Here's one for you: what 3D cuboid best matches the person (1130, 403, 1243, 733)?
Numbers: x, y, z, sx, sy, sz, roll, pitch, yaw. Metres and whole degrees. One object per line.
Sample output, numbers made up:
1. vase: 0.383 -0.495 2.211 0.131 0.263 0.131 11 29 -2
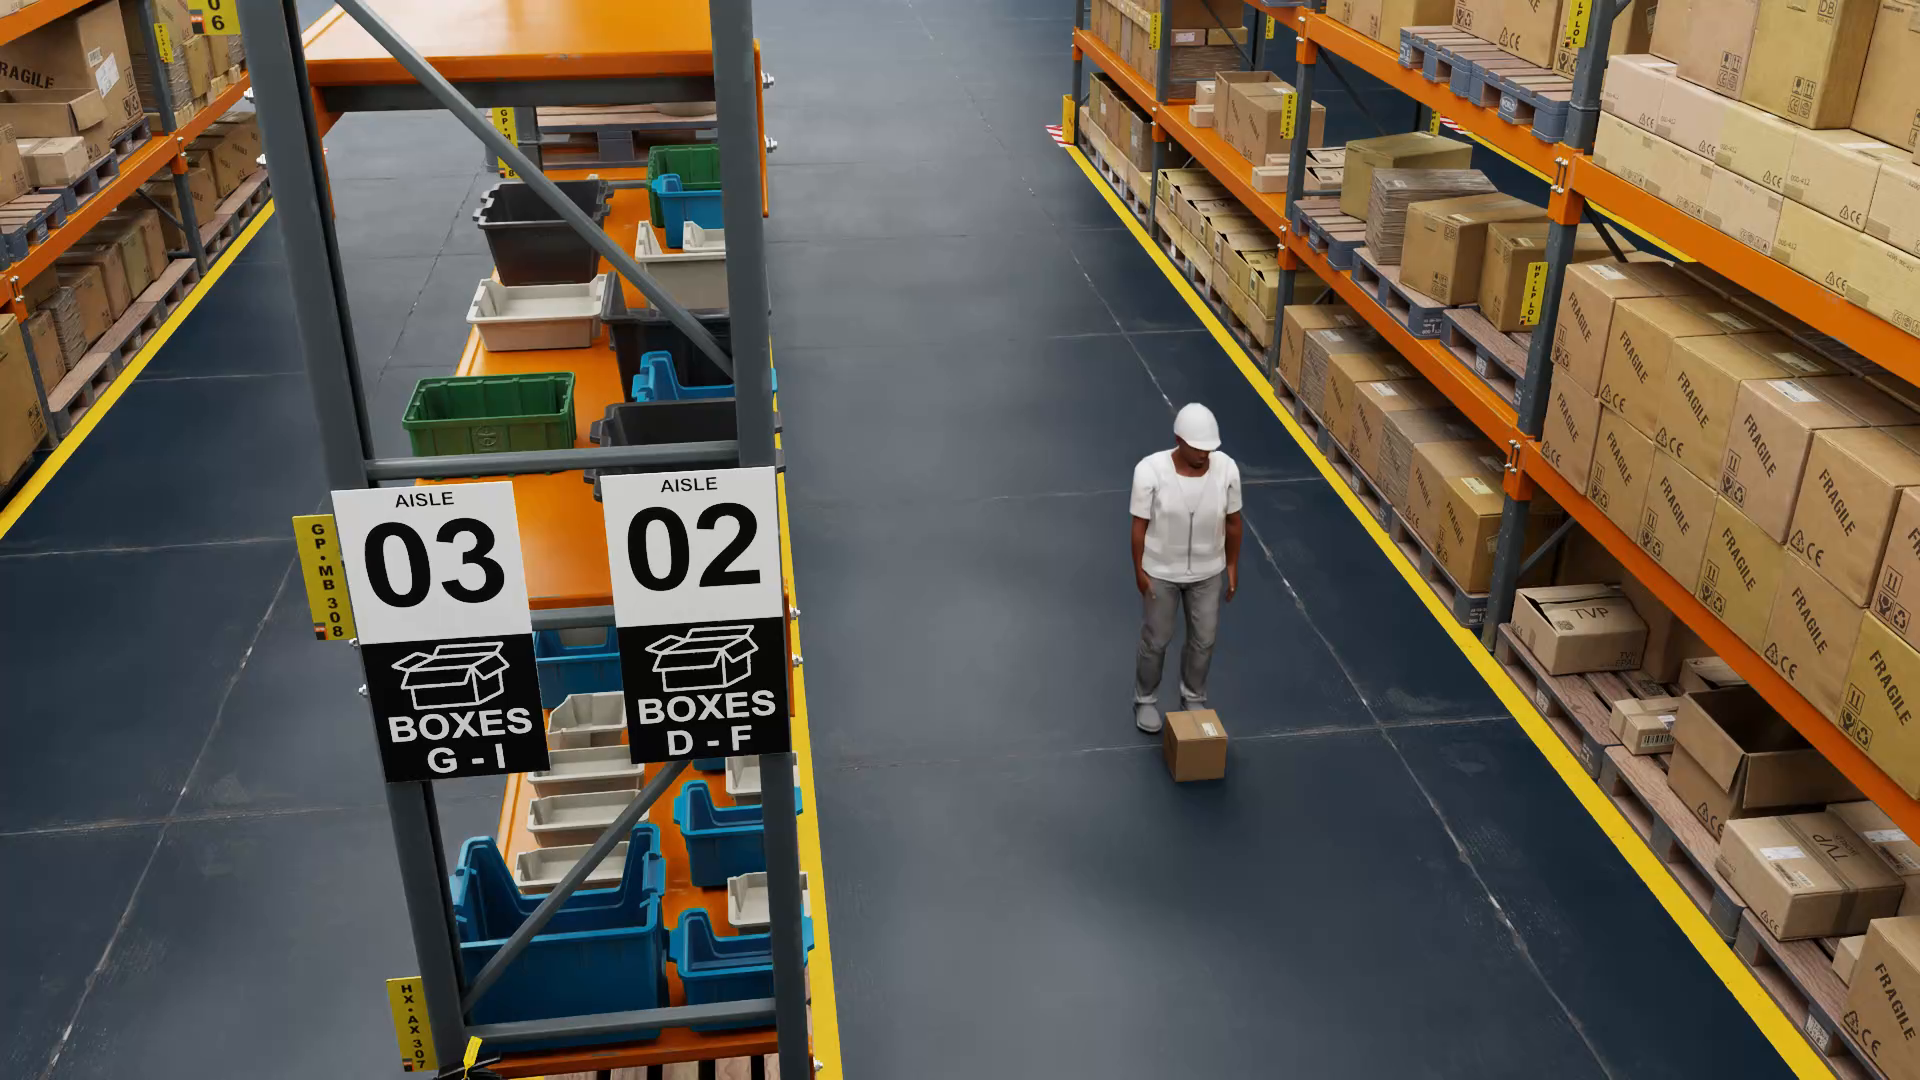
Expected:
1. person: 1.126 0.140 8.321 0.566 1.763 0.368 -3 27 -6
